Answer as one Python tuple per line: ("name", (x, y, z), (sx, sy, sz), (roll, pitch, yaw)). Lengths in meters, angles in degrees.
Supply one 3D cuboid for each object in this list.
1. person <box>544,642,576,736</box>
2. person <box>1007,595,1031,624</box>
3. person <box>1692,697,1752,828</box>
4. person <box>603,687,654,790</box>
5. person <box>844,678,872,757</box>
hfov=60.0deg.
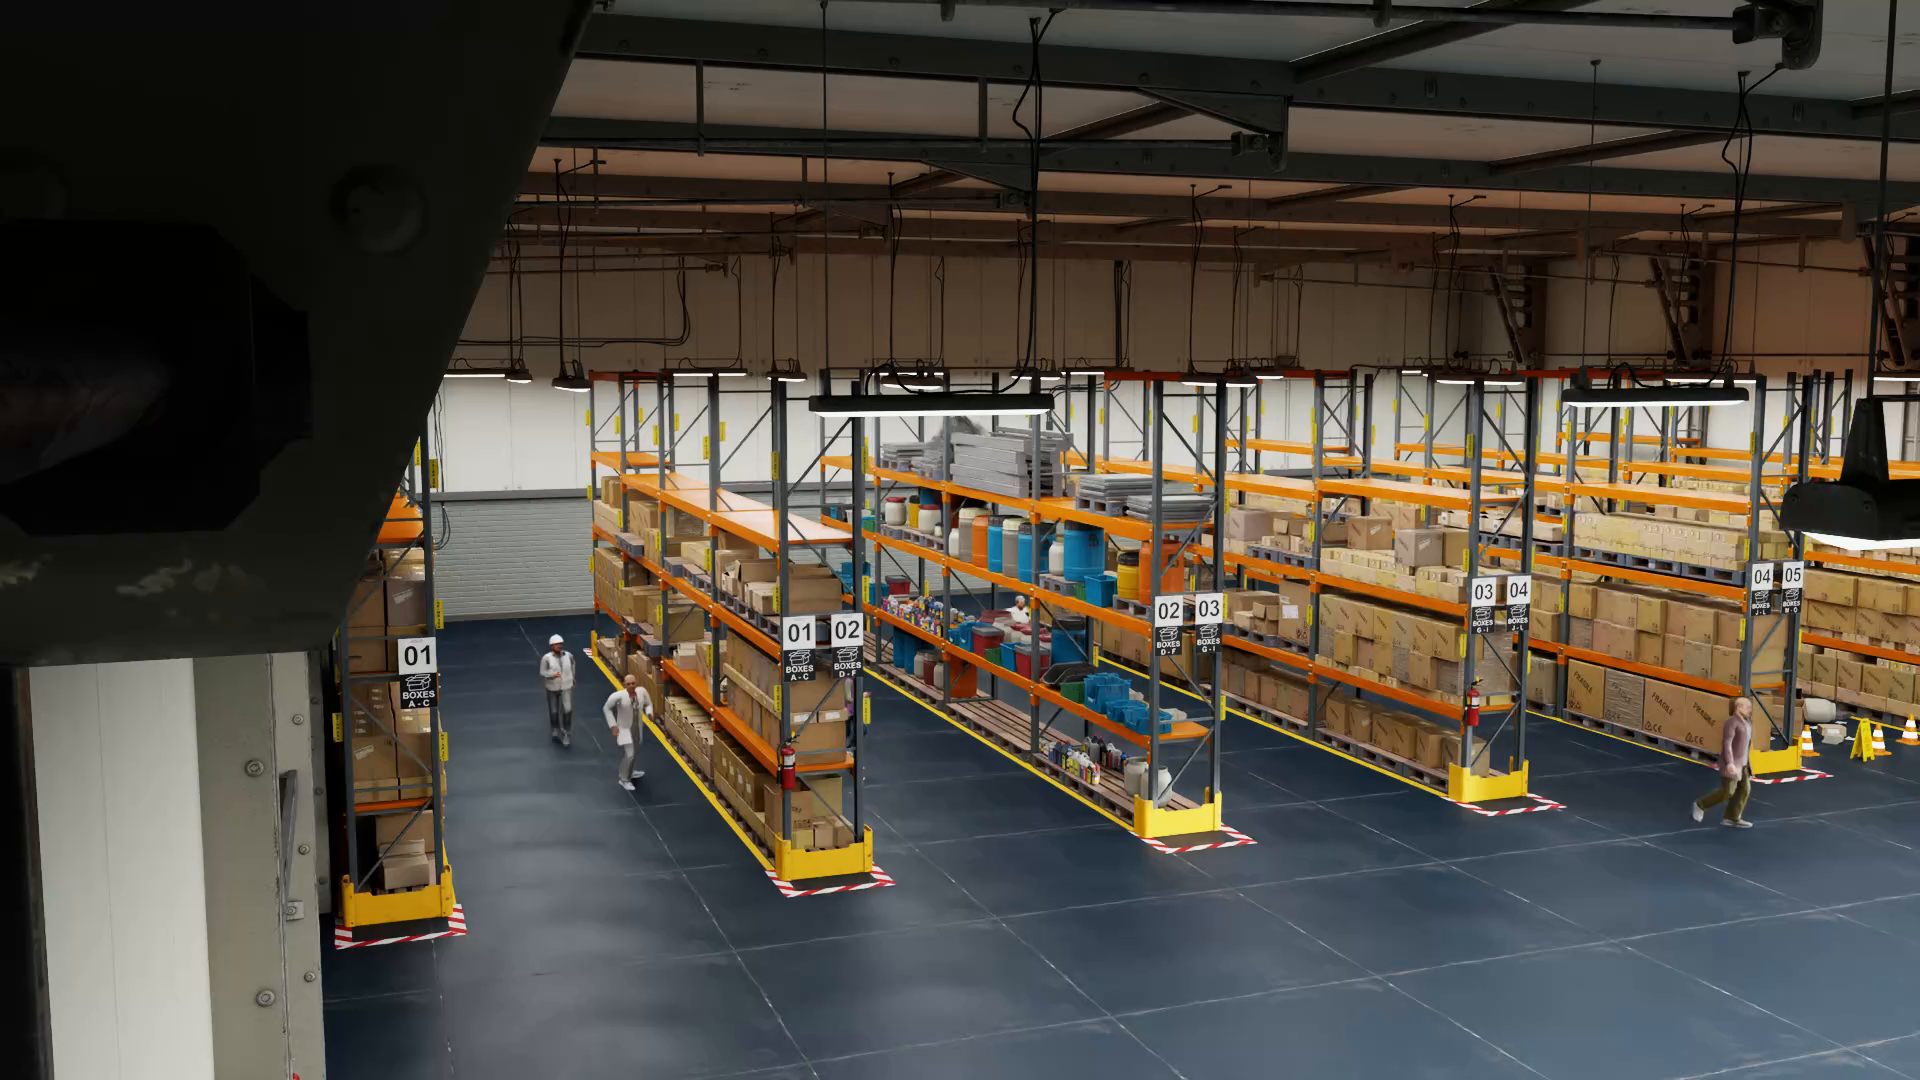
("person", (-6.492, 2.375, 27.064), (0.504, 1.595, 0.833), (-2, 7, -19))
("person", (1.099, 1.907, 32.277), (0.644, 1.701, 0.914), (-5, 8, -36))
("person", (10.232, 2.968, 22.256), (0.737, 1.748, 0.664), (-5, 8, -39))
("person", (-4.866, 2.881, 24.467), (0.813, 1.557, 0.764), (6, 8, 41))
("person", (-1.719, 2.690, 25.788), (0.808, 1.558, 0.498), (4, 8, 34))
